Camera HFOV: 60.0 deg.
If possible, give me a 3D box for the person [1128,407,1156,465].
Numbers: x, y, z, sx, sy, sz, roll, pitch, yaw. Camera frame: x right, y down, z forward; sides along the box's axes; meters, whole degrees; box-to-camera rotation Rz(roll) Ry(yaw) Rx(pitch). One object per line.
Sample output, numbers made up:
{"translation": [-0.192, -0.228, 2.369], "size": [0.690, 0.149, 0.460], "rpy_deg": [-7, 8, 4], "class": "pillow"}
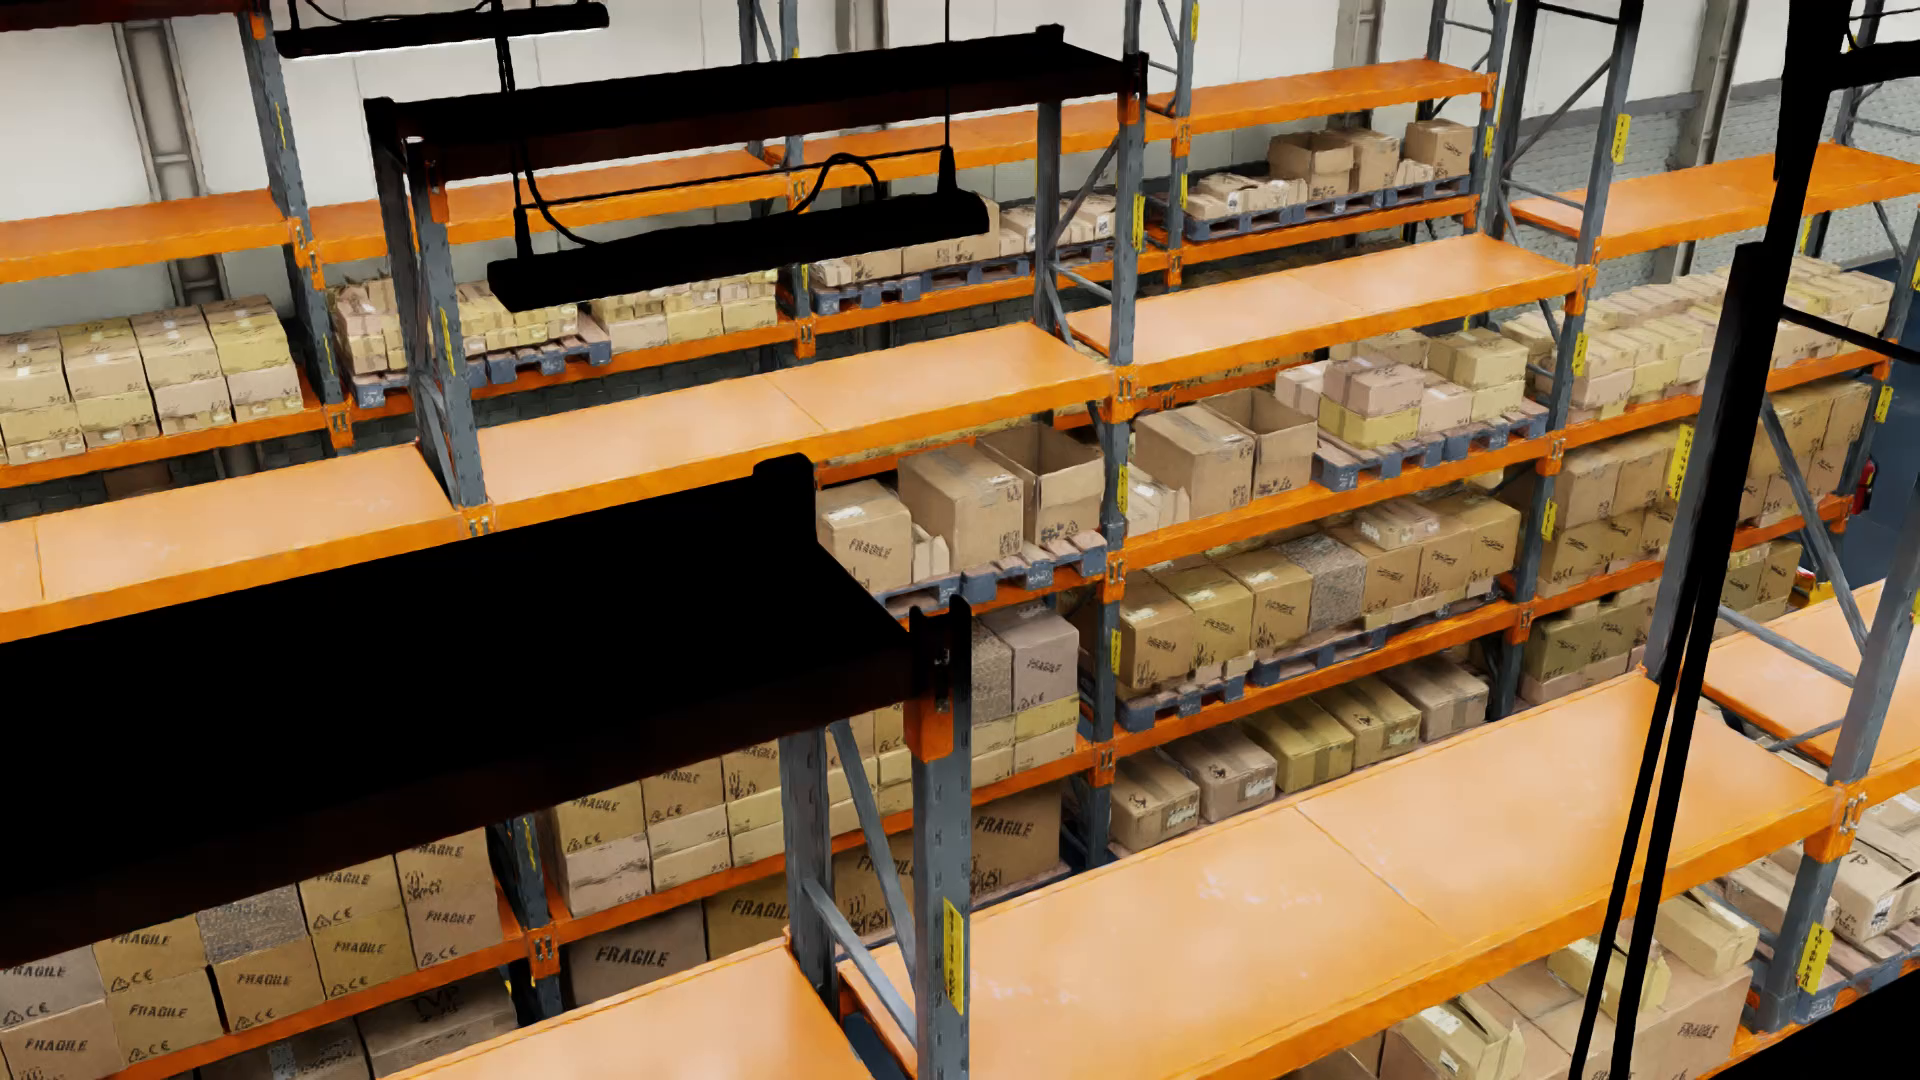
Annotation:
{"translation": [1.782, -0.498, 16.115], "size": [0.543, 1.667, 0.565], "rpy_deg": [-2, 28, -4], "class": "person"}
